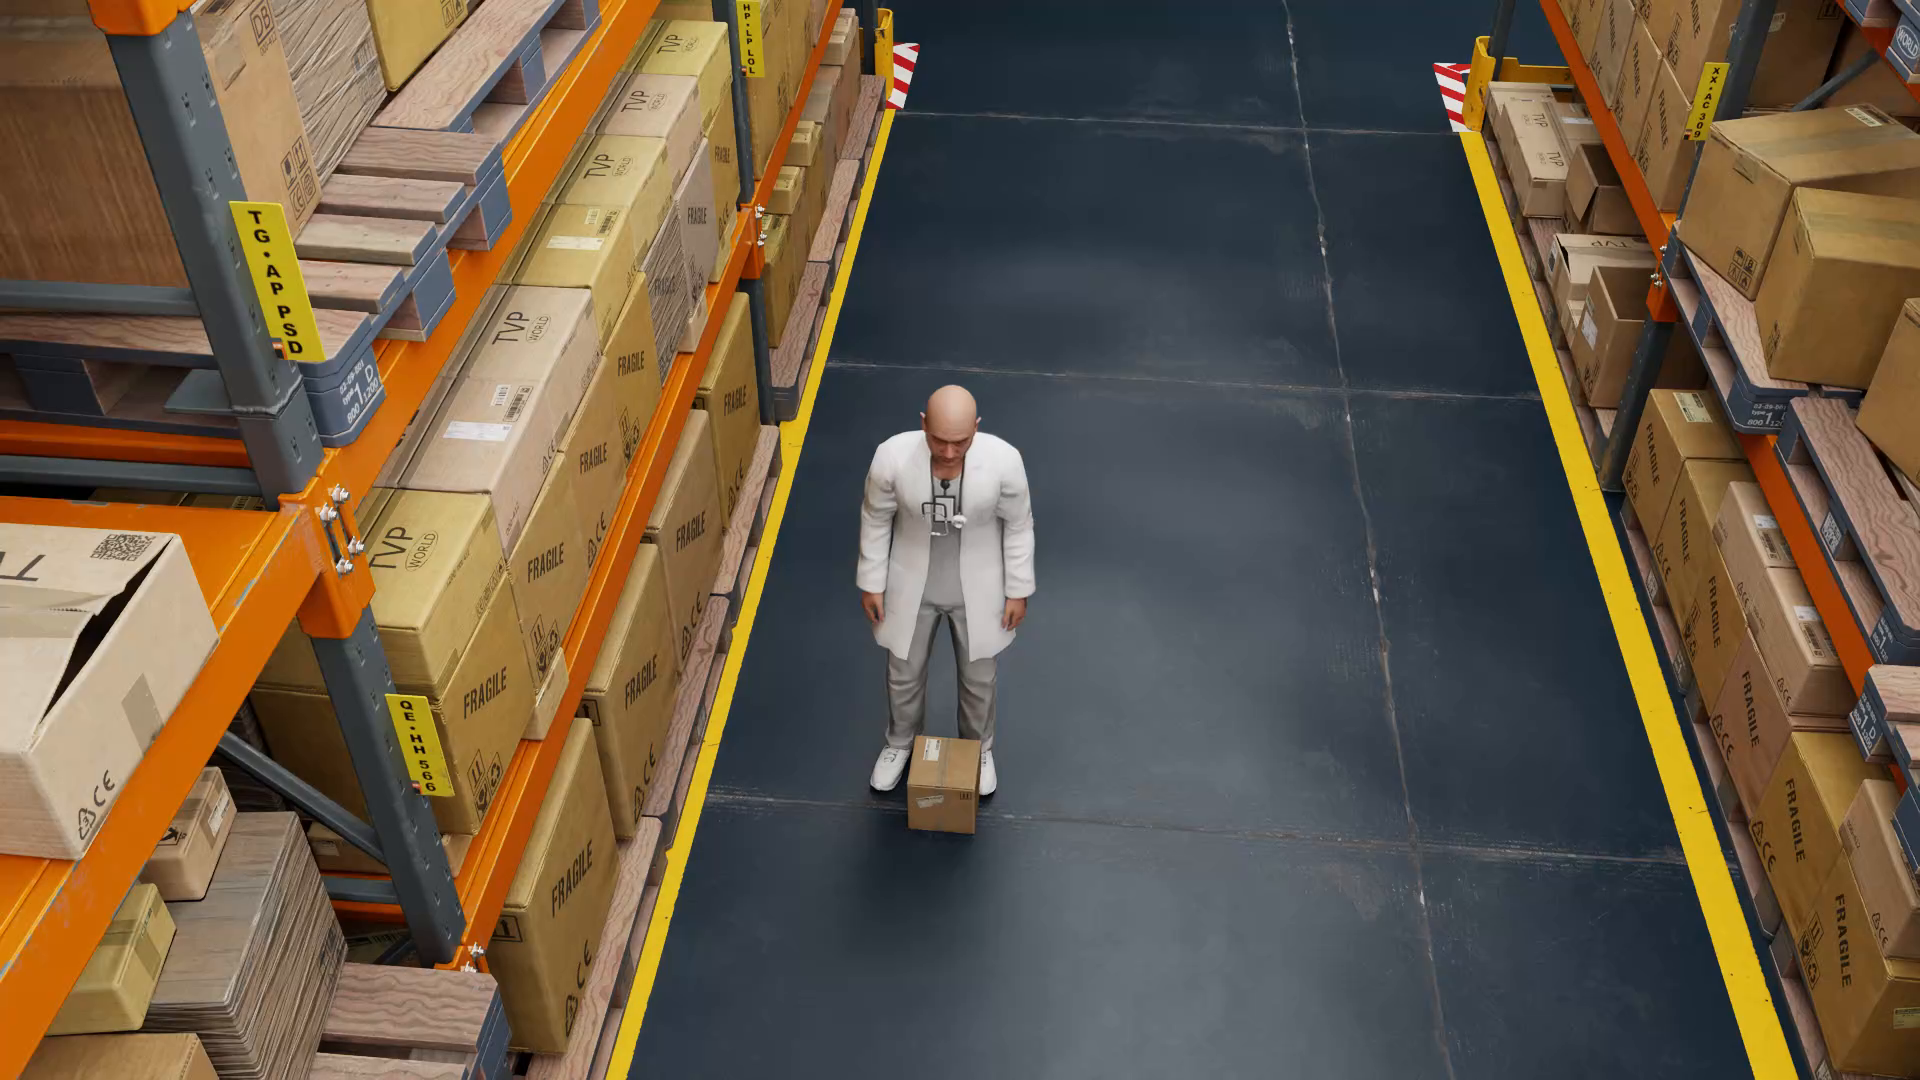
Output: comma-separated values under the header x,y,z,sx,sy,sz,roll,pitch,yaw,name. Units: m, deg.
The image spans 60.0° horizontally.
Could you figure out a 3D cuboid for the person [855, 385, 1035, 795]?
x,y,z,sx,sy,sz,roll,pitch,yaw,name
-0.053,0.175,5.956,0.644,1.773,0.425,2,40,2,person
